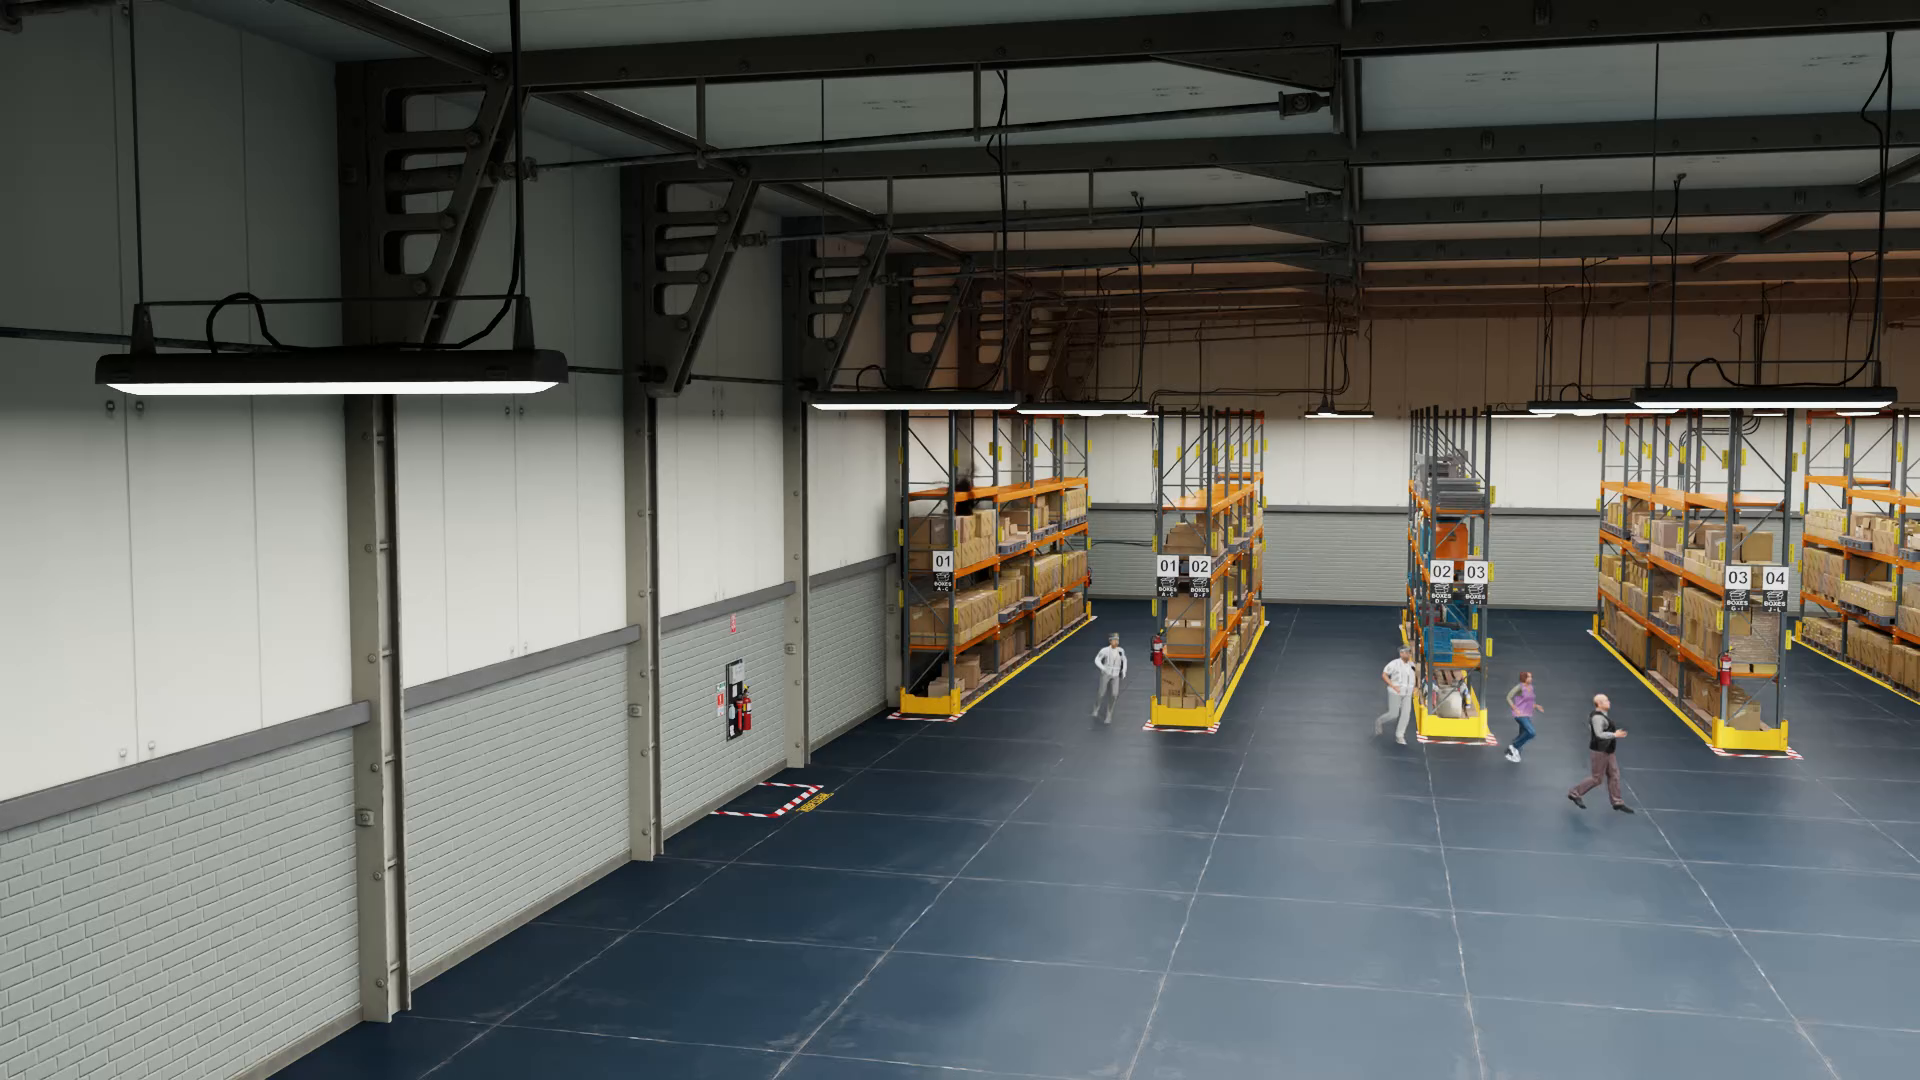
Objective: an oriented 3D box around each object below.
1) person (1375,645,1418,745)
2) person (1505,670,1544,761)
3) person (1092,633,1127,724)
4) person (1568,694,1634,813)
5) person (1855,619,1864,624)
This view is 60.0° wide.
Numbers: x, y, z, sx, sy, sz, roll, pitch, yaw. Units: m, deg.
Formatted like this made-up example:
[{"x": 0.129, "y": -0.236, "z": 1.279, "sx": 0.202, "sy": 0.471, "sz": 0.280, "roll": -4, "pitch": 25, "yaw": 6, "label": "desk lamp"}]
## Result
[{"x": 7.899, "y": 2.729, "z": 29.717, "sx": 0.719, "sy": 1.732, "sz": 0.845, "roll": -1, "pitch": 4, "yaw": -19, "label": "person"}, {"x": 9.421, "y": 2.949, "z": 27.818, "sx": 0.498, "sy": 1.552, "sz": 0.633, "roll": -3, "pitch": 5, "yaw": -40, "label": "person"}, {"x": 2.885, "y": 2.620, "z": 31.745, "sx": 0.676, "sy": 1.713, "sz": 0.743, "roll": 0, "pitch": 4, "yaw": -6, "label": "person"}, {"x": 9.339, "y": 3.095, "z": 24.179, "sx": 0.906, "sy": 1.715, "sz": 0.661, "roll": 2, "pitch": 5, "yaw": 28, "label": "person"}, {"x": 23.801, "y": 1.777, "z": 43.770, "sx": 0.582, "sy": 1.685, "sz": 0.615, "roll": -1, "pitch": 4, "yaw": -8, "label": "person"}]
